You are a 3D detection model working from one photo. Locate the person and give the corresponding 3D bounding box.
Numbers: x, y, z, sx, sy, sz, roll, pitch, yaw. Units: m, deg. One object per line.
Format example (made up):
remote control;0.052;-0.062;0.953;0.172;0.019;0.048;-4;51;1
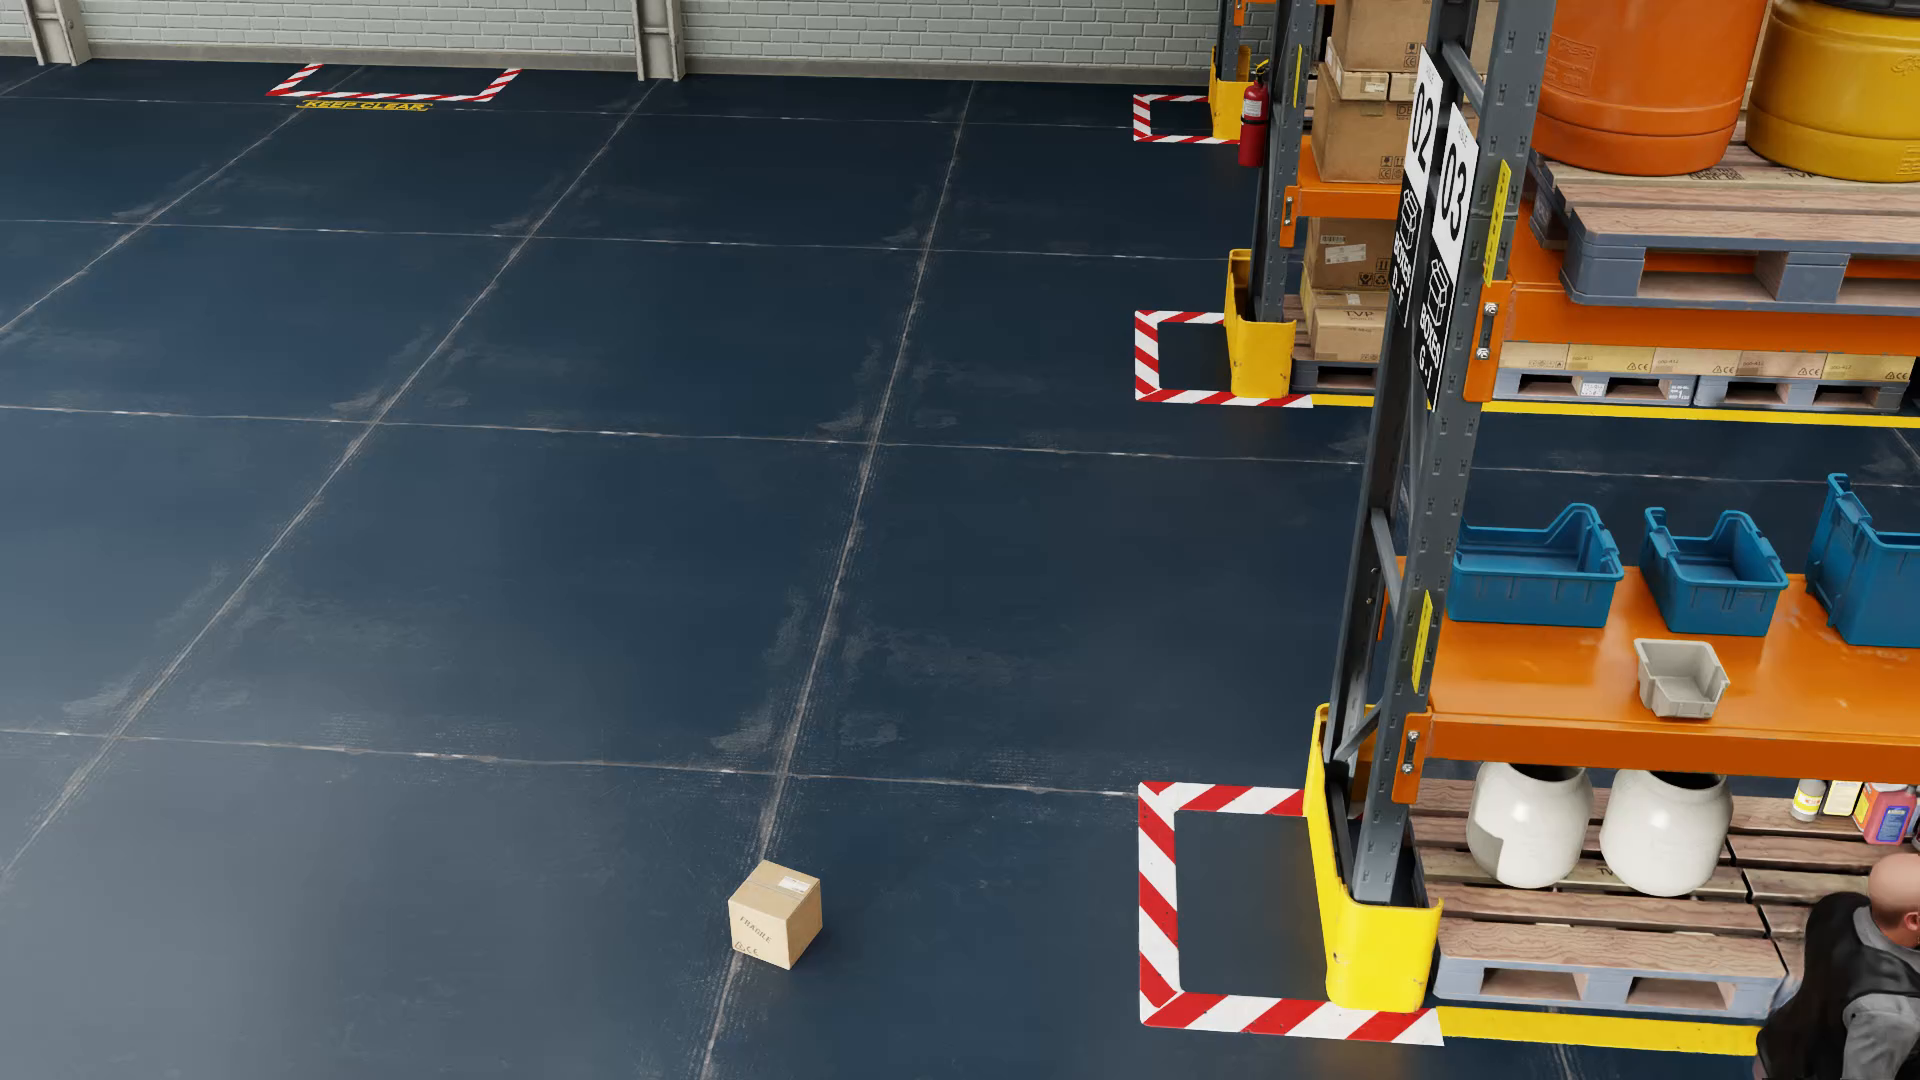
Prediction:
person;2.432;1.568;4.622;0.505;1.756;0.540;3;32;5
